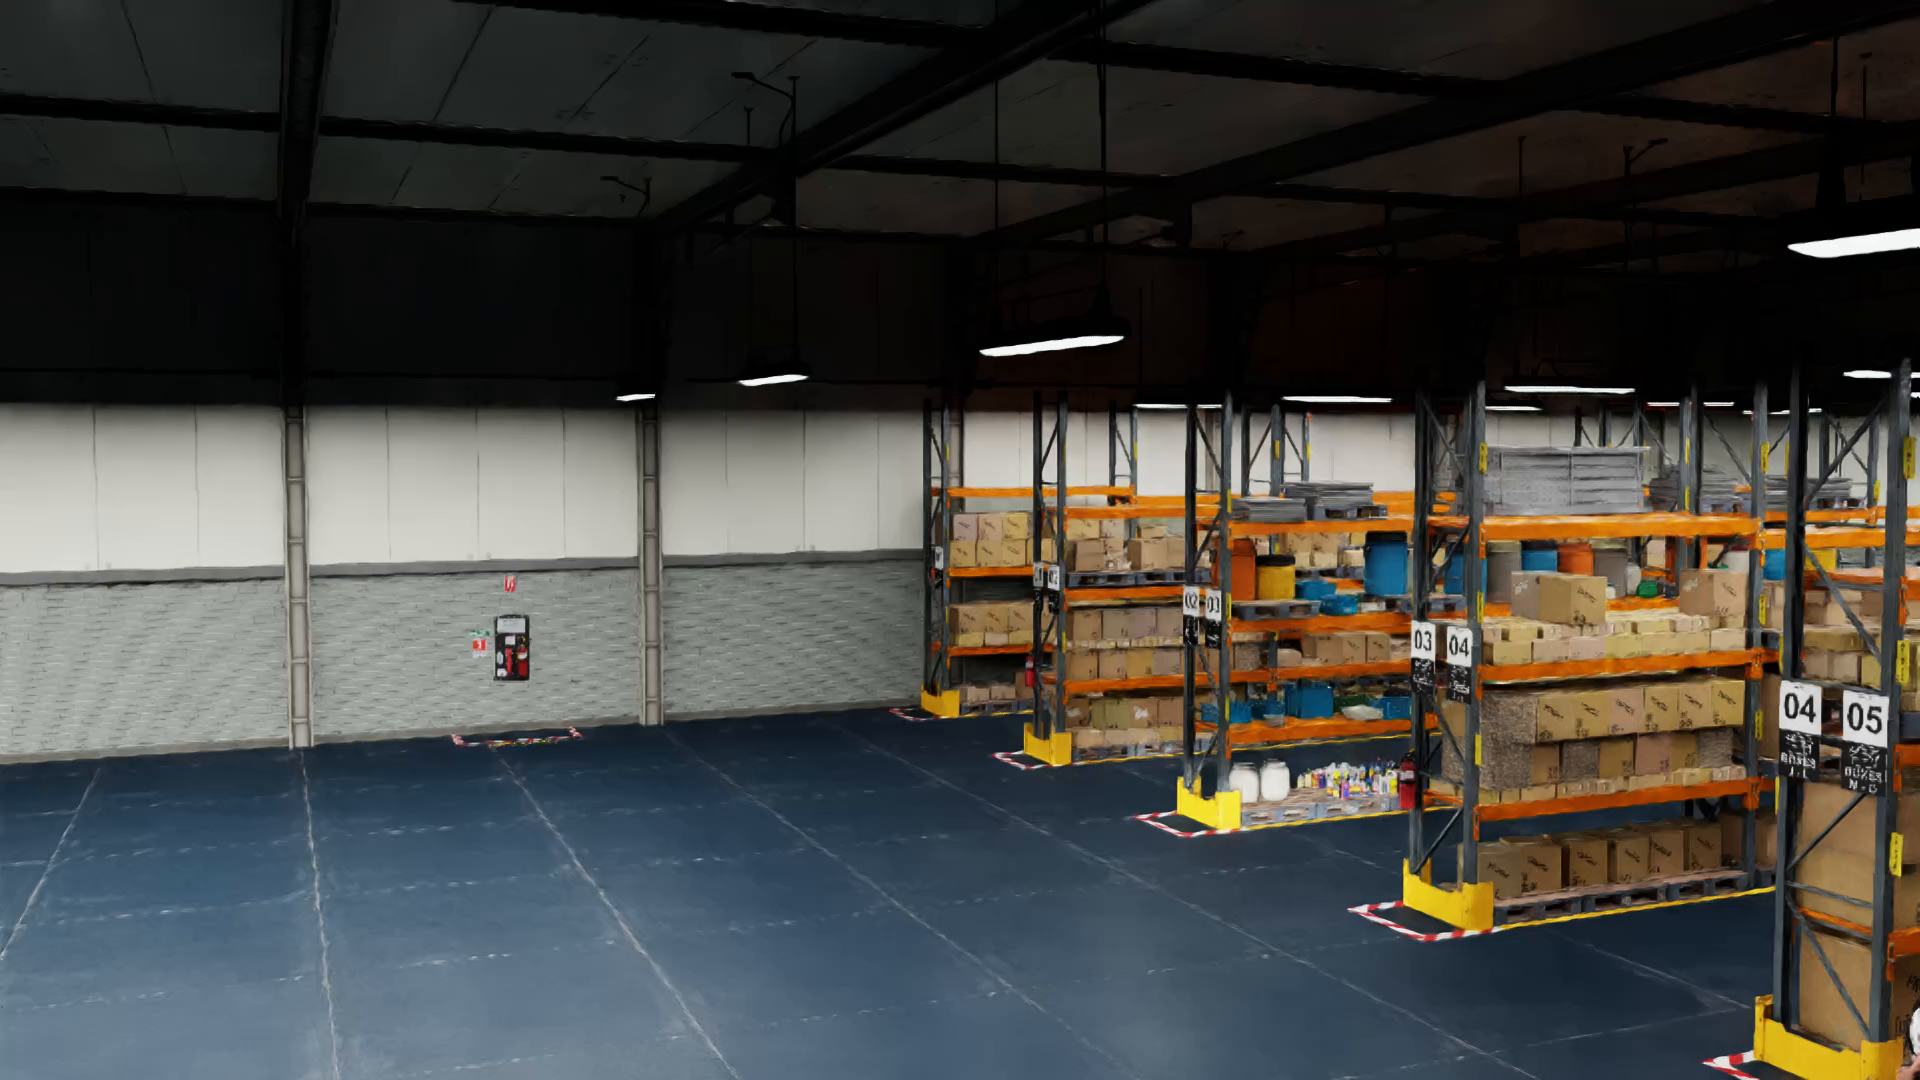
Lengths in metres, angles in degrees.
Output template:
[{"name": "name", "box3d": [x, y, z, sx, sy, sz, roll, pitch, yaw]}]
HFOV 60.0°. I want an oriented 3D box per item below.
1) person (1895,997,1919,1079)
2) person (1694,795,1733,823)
[{"name": "person", "box3d": [6.695, 3.628, 11.263, 0.715, 1.738, 0.571, 2, 4, 36]}, {"name": "person", "box3d": [9.970, 3.079, 21.931, 0.513, 1.604, 0.592, -2, 4, -25]}]
